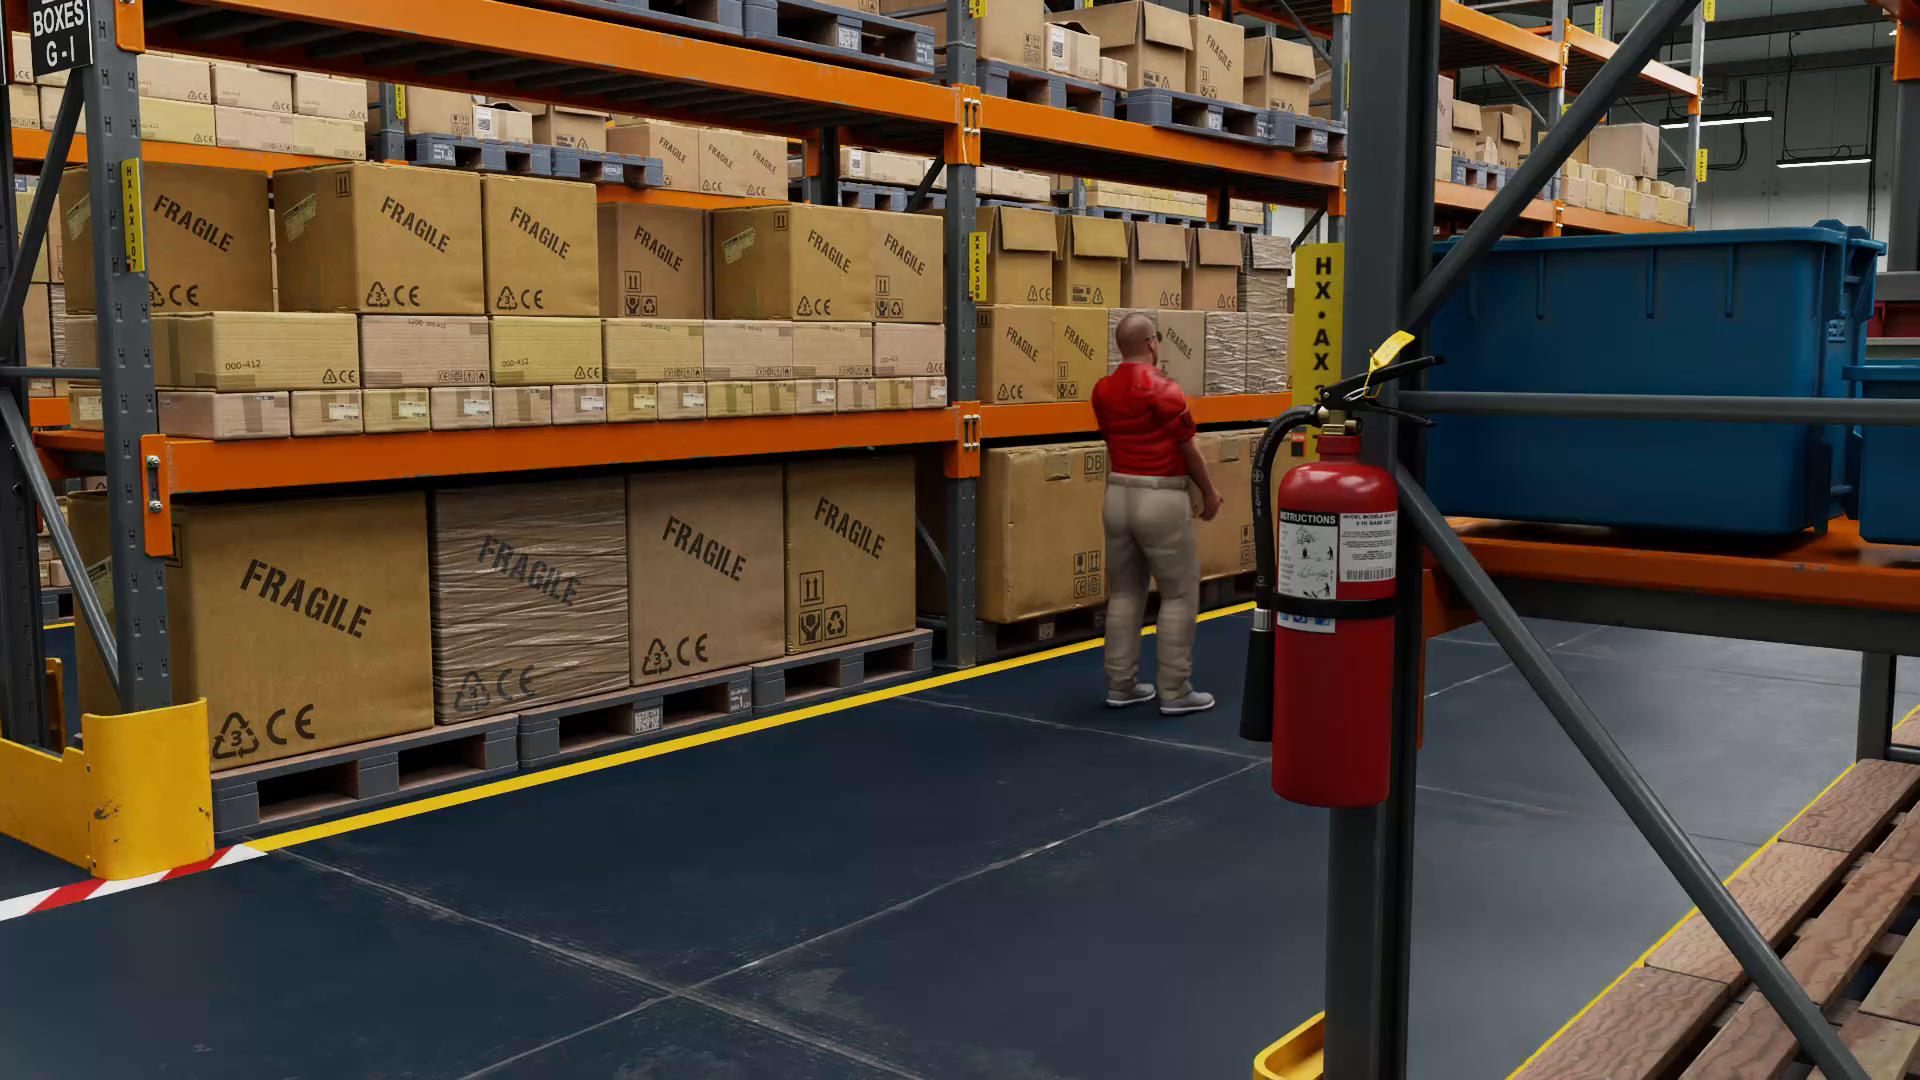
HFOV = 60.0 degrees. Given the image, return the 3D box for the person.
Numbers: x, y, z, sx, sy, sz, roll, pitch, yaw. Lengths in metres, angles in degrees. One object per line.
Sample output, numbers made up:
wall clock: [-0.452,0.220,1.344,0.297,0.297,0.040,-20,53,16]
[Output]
person: [0.878,-0.118,7.312,0.521,1.726,0.505,-6,9,-40]
